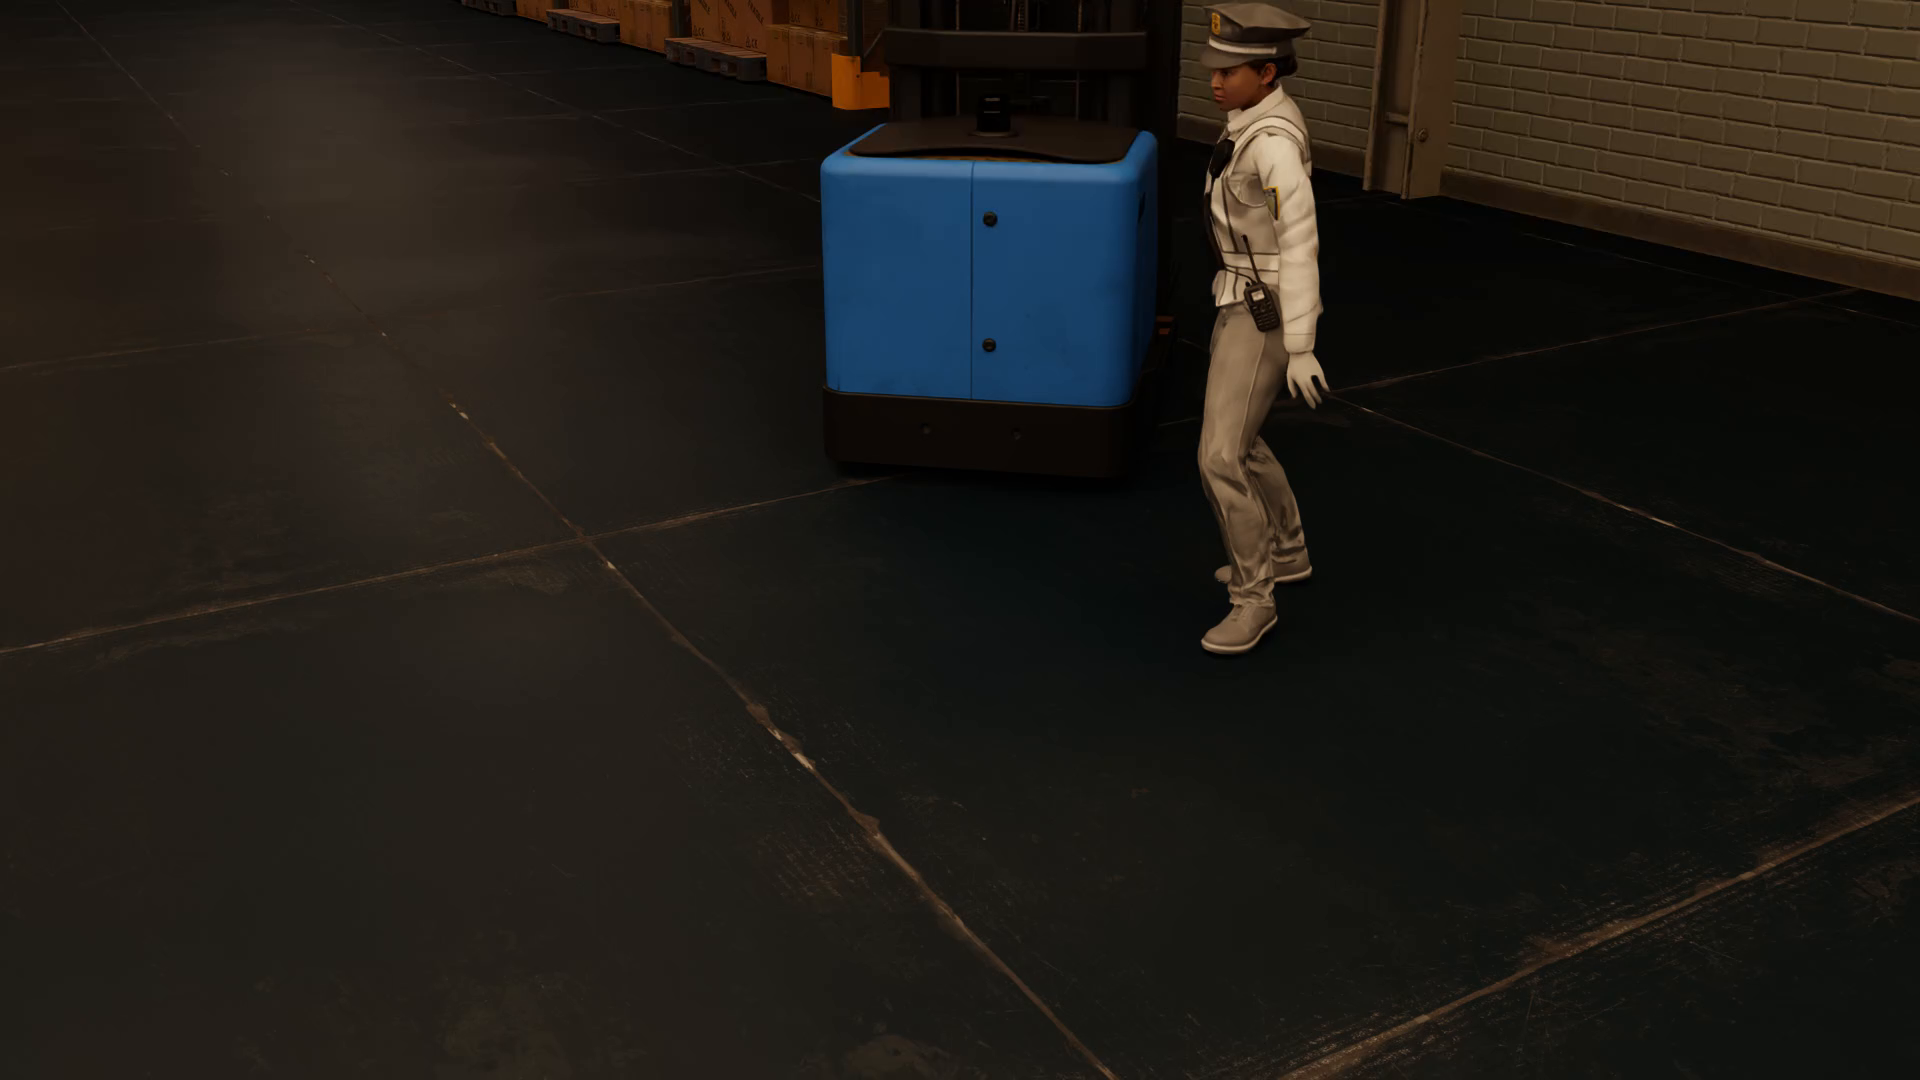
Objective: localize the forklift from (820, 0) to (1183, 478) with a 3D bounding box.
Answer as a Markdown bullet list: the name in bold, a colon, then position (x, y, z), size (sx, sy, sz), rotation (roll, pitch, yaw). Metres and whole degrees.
- **forklift**: position (0.321, -2.085, 6.355), size (1.130, 2.935, 3.031), rotation (4, 23, 10)

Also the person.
- **person**: position (0.806, -0.576, 4.434), size (0.413, 1.640, 0.806), rotation (2, 22, 5)
